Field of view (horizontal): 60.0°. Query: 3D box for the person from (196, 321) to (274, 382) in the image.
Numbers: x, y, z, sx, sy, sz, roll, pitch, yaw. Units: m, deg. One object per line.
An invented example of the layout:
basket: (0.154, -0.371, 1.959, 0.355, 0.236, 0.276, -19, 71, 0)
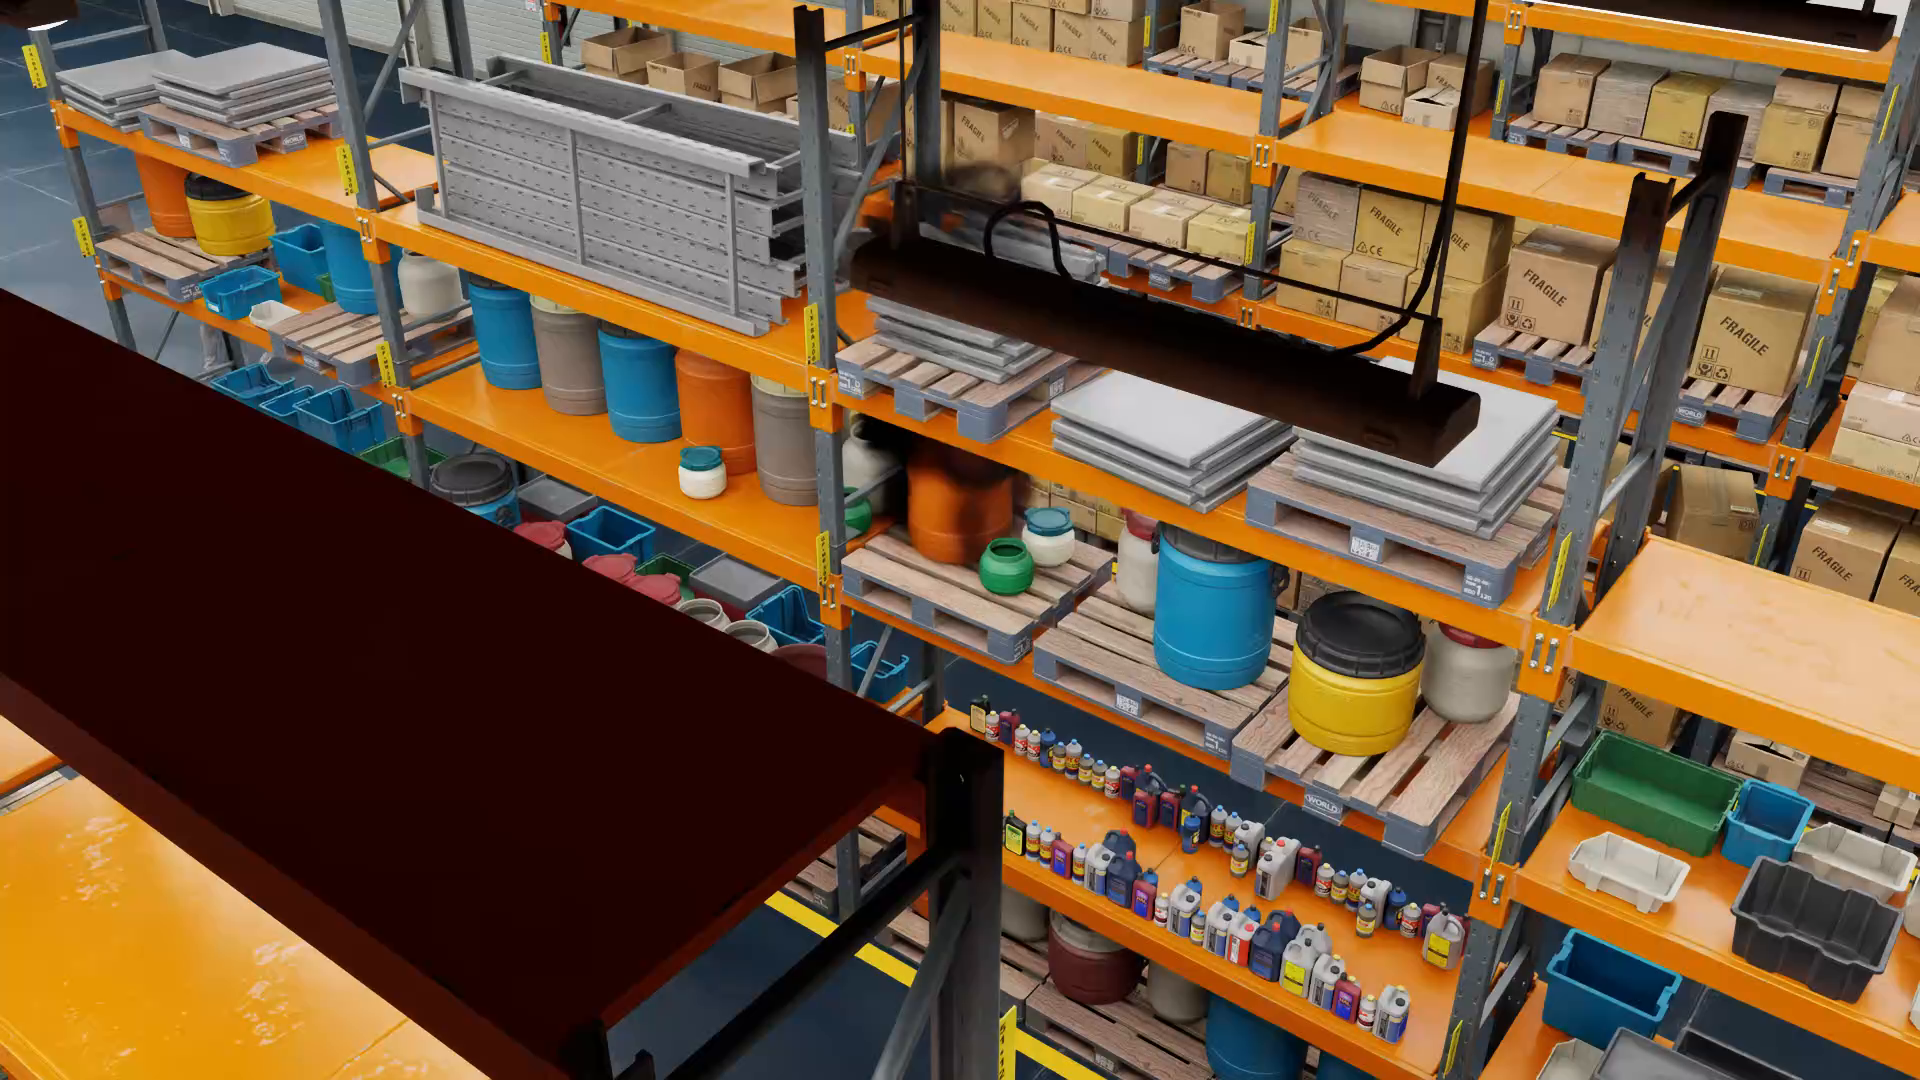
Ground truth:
person: (-7.930, -2.555, 17.846, 0.926, 1.685, 0.583, -18, 36, -27)
